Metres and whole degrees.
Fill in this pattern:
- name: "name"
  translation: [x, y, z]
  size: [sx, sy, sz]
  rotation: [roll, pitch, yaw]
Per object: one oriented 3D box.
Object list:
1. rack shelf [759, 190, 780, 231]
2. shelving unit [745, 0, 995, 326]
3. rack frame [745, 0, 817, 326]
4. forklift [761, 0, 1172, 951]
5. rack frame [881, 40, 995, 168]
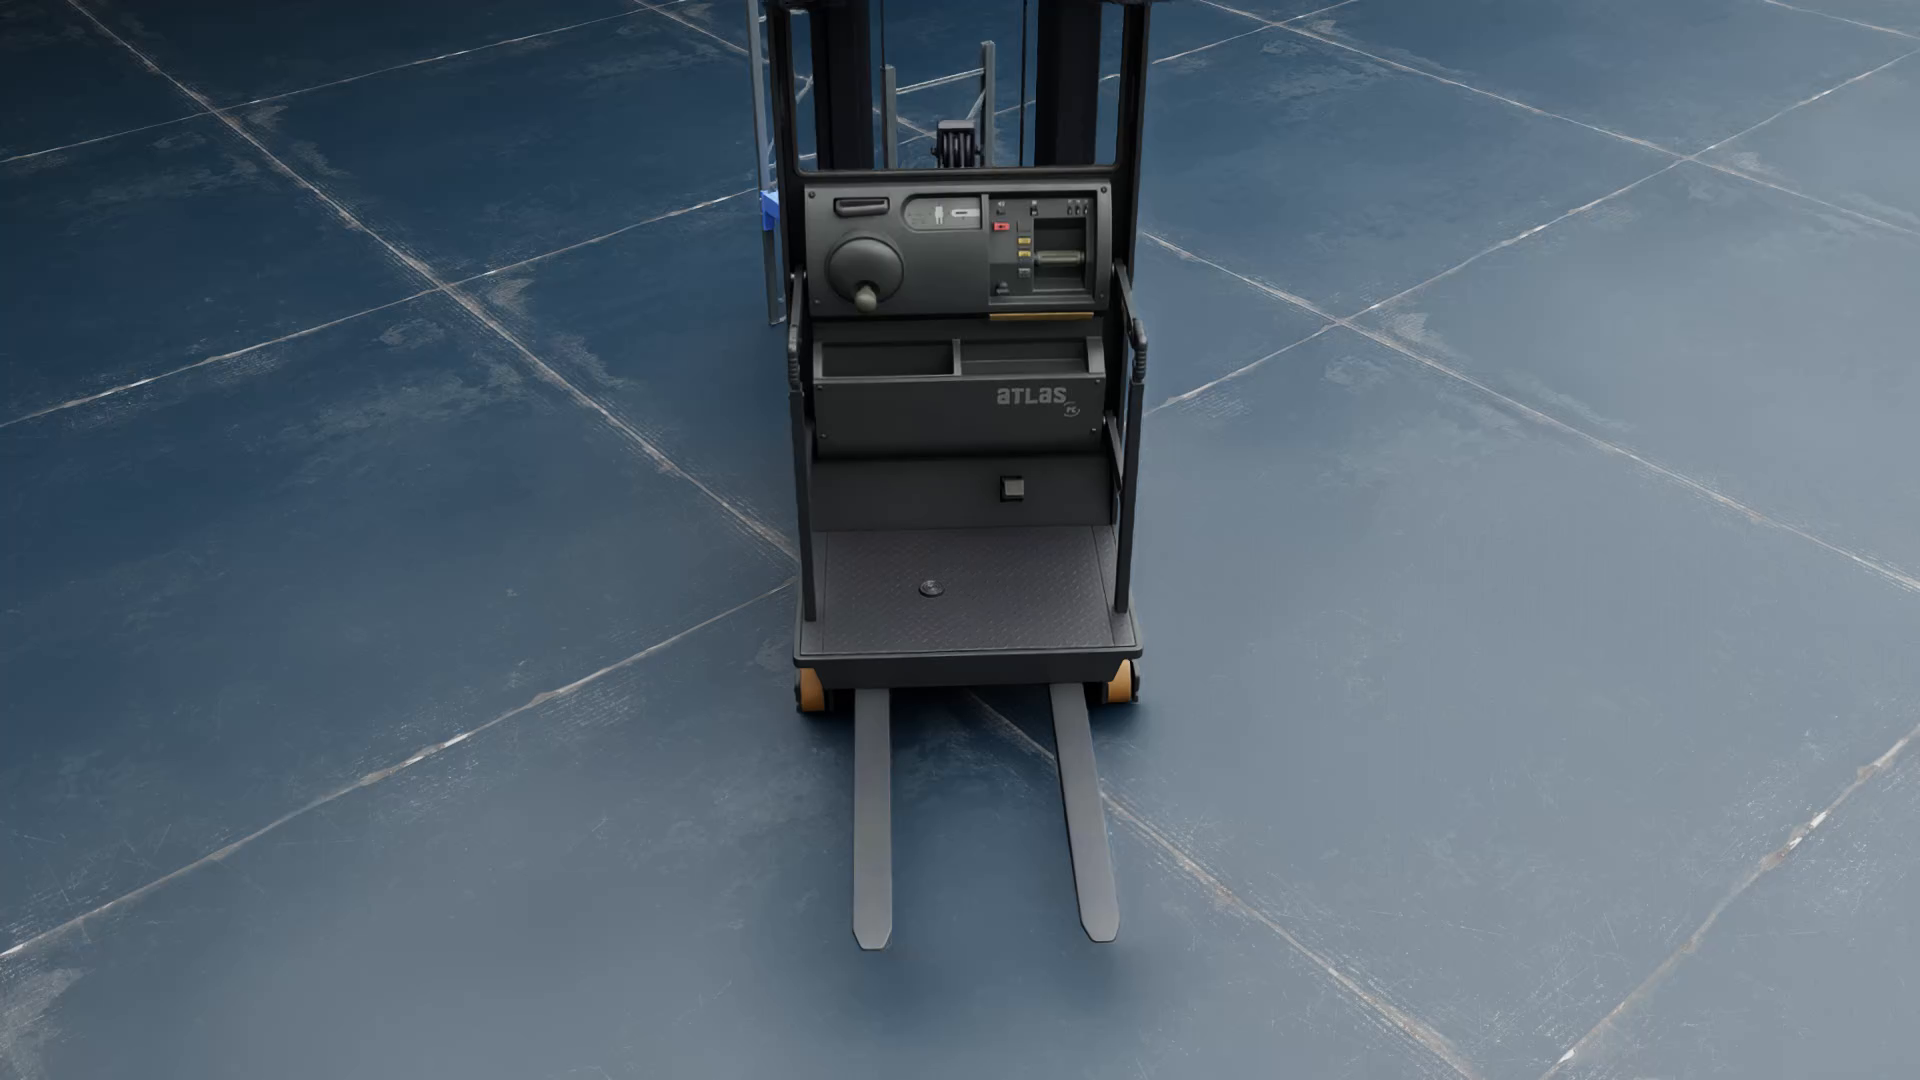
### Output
- name: "rack shelf"
  translation: [-0.374, -1.301, 7.101]
  size: [0.538, 0.185, 1.000]
  rotation: [-22, 41, -28]
- name: "shelving unit"
  translation: [-0.374, -1.448, 6.997]
  size: [0.538, 1.500, 1.048]
  rotation: [-22, 41, -28]
- name: "rack frame"
  translation: [-0.669, -1.688, 7.335]
  size: [0.500, 1.500, 0.032]
  rotation: [-22, 41, -28]
- name: "forklift"
  translation: [0.008, -0.825, 4.879]
  size: [1.130, 2.935, 3.031]
  rotation: [-1, 35, -2]
- name: "rack frame"
  translation: [-0.079, -1.209, 6.659]
  size: [0.500, 1.500, 0.032]
  rotation: [-22, 41, -28]
